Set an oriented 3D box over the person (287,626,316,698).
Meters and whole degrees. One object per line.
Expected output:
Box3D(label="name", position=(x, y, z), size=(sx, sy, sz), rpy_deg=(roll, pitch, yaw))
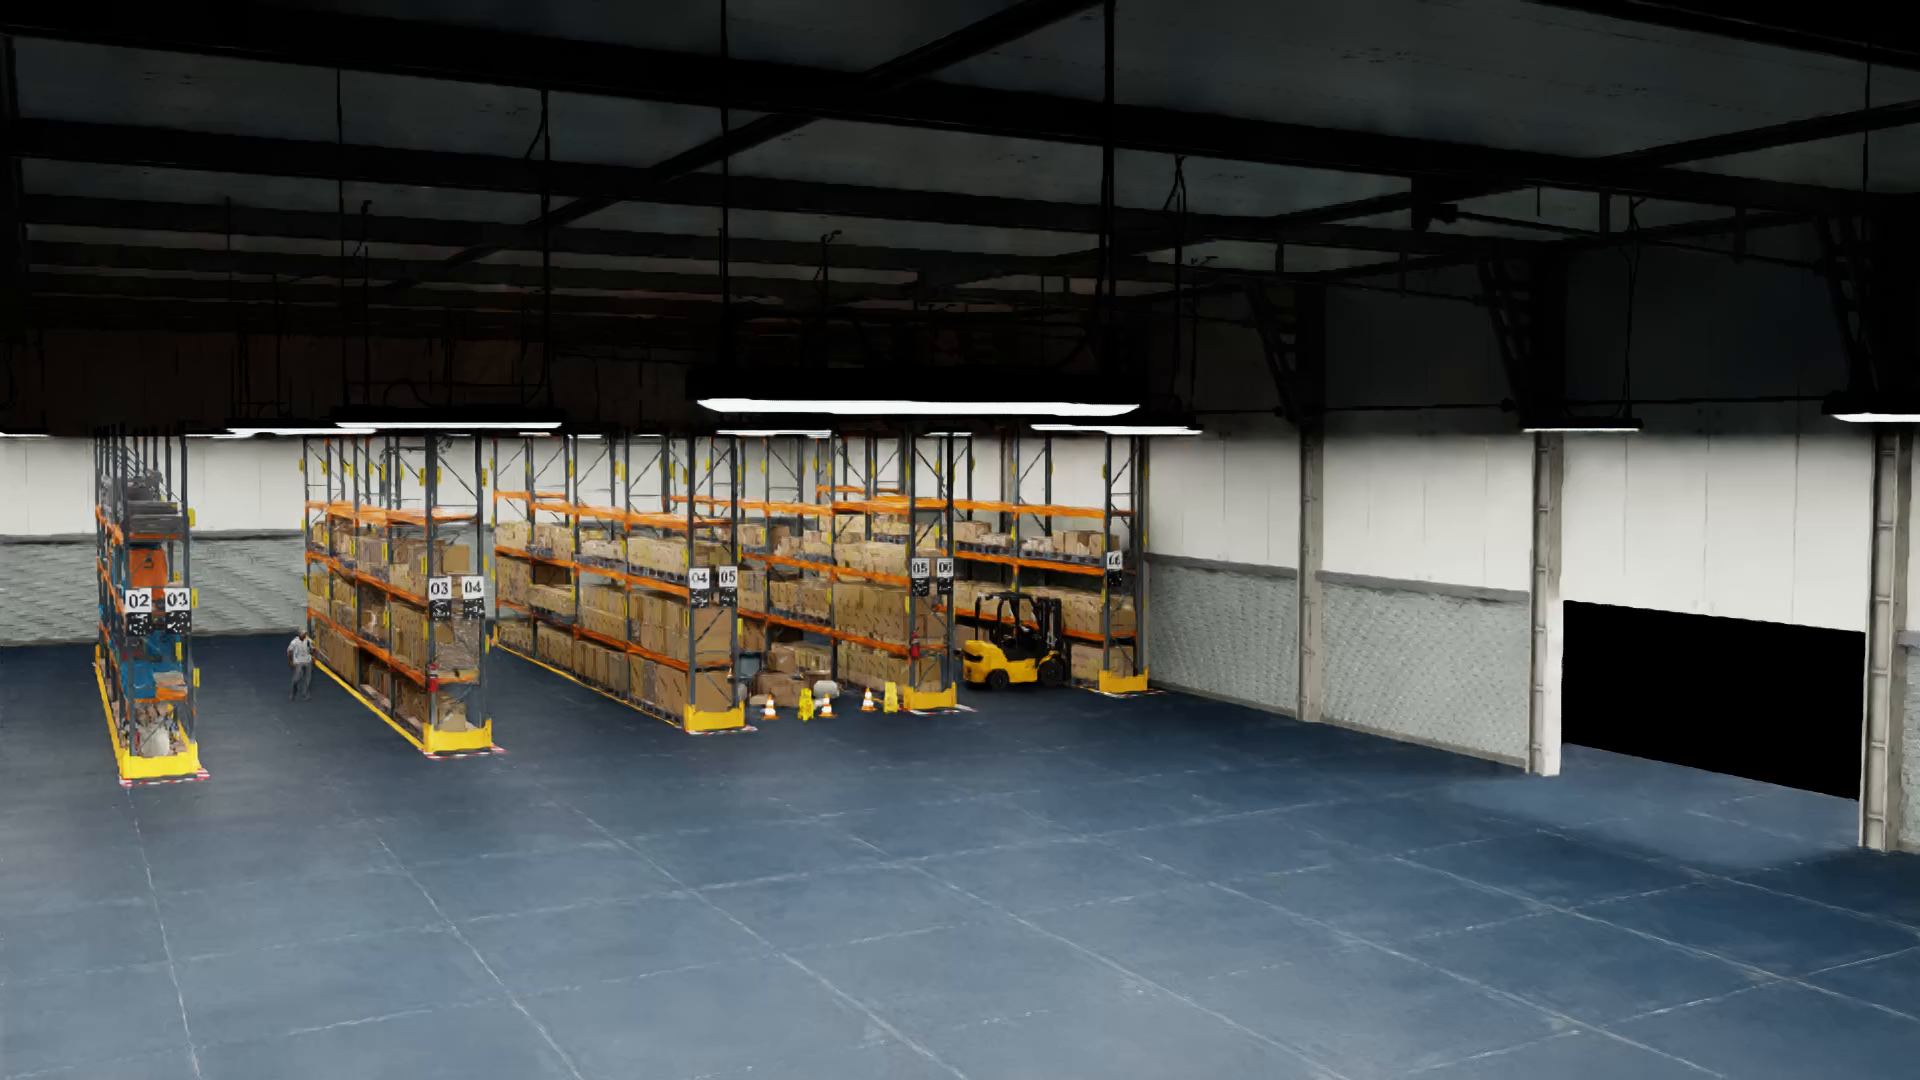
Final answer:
Box3D(label="person", position=(-14.514, 2.696, 36.665), size=(0.592, 1.629, 0.526), rpy_deg=(-2, 4, -31))
